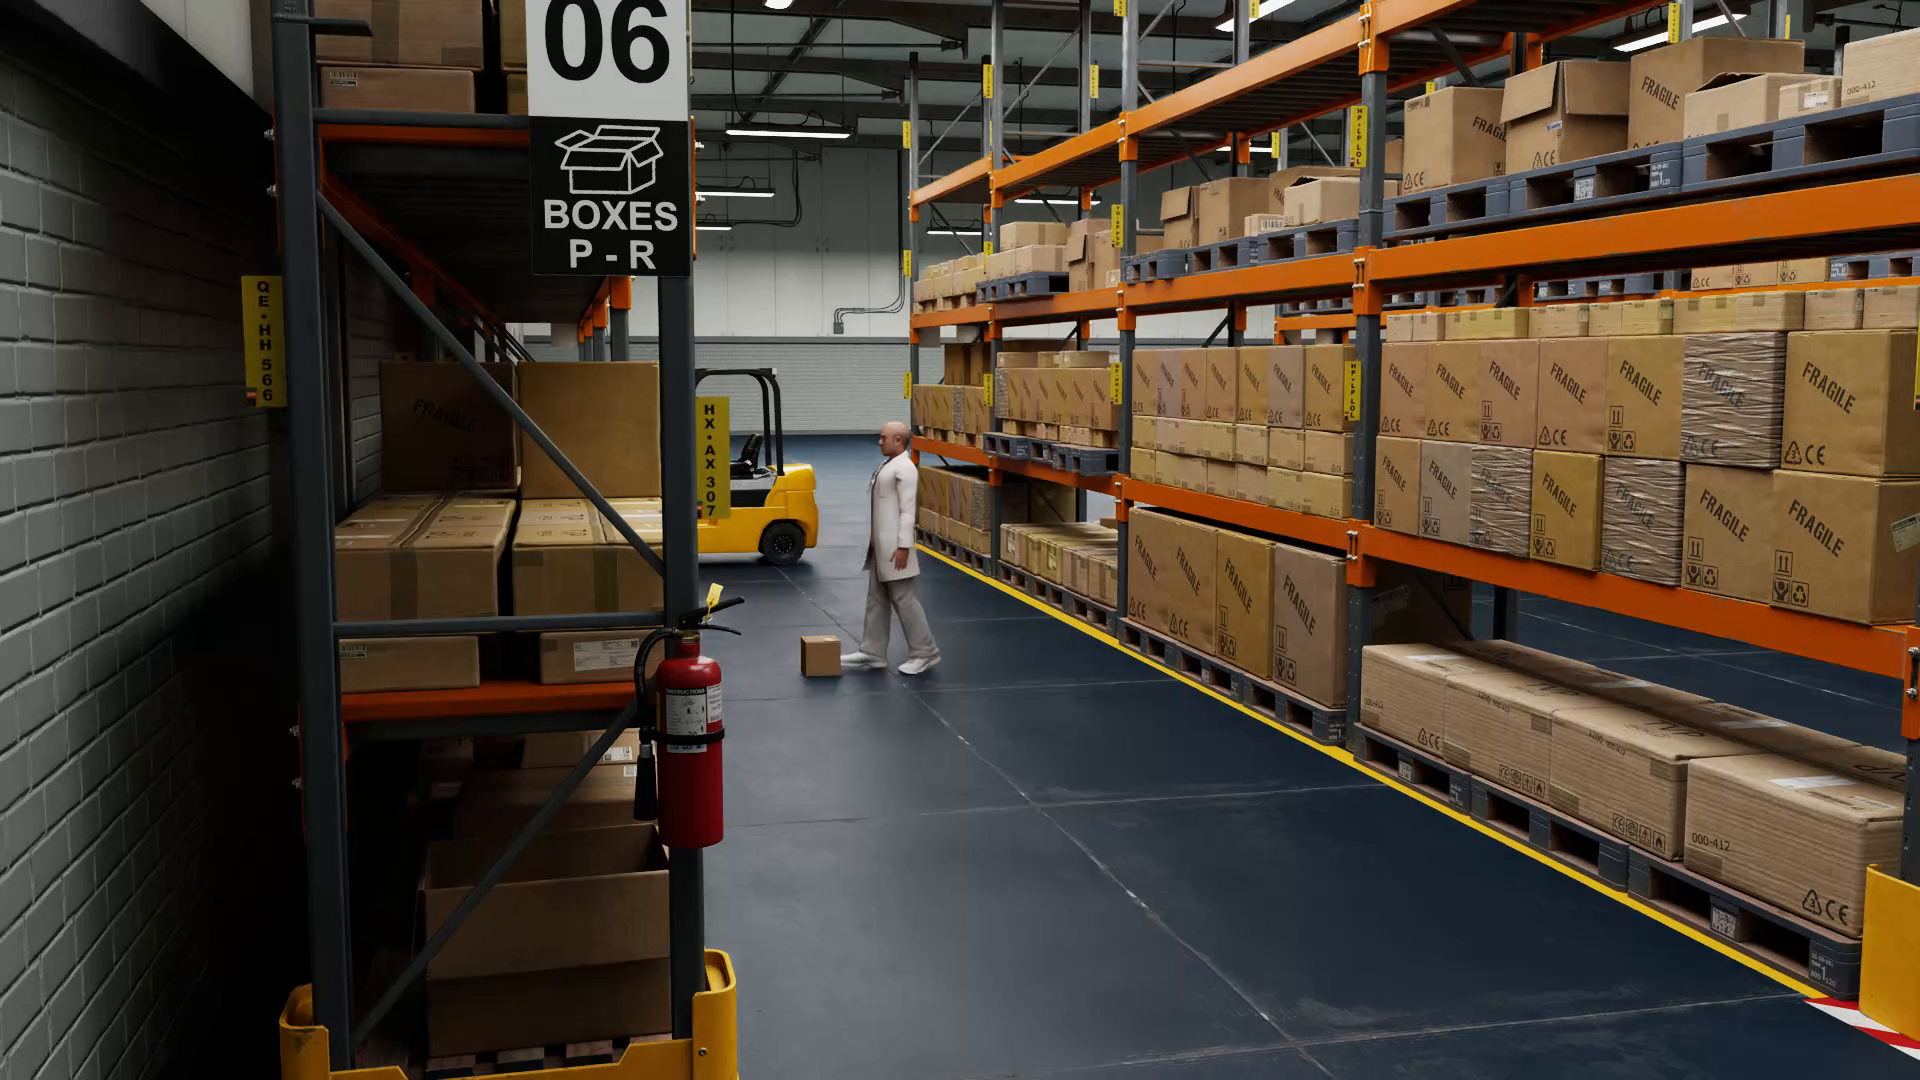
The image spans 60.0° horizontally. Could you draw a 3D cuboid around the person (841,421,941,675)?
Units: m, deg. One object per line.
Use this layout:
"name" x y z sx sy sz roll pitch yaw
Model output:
"person" -0.514 0.103 11.876 0.739 1.693 0.604 -1 6 -13
